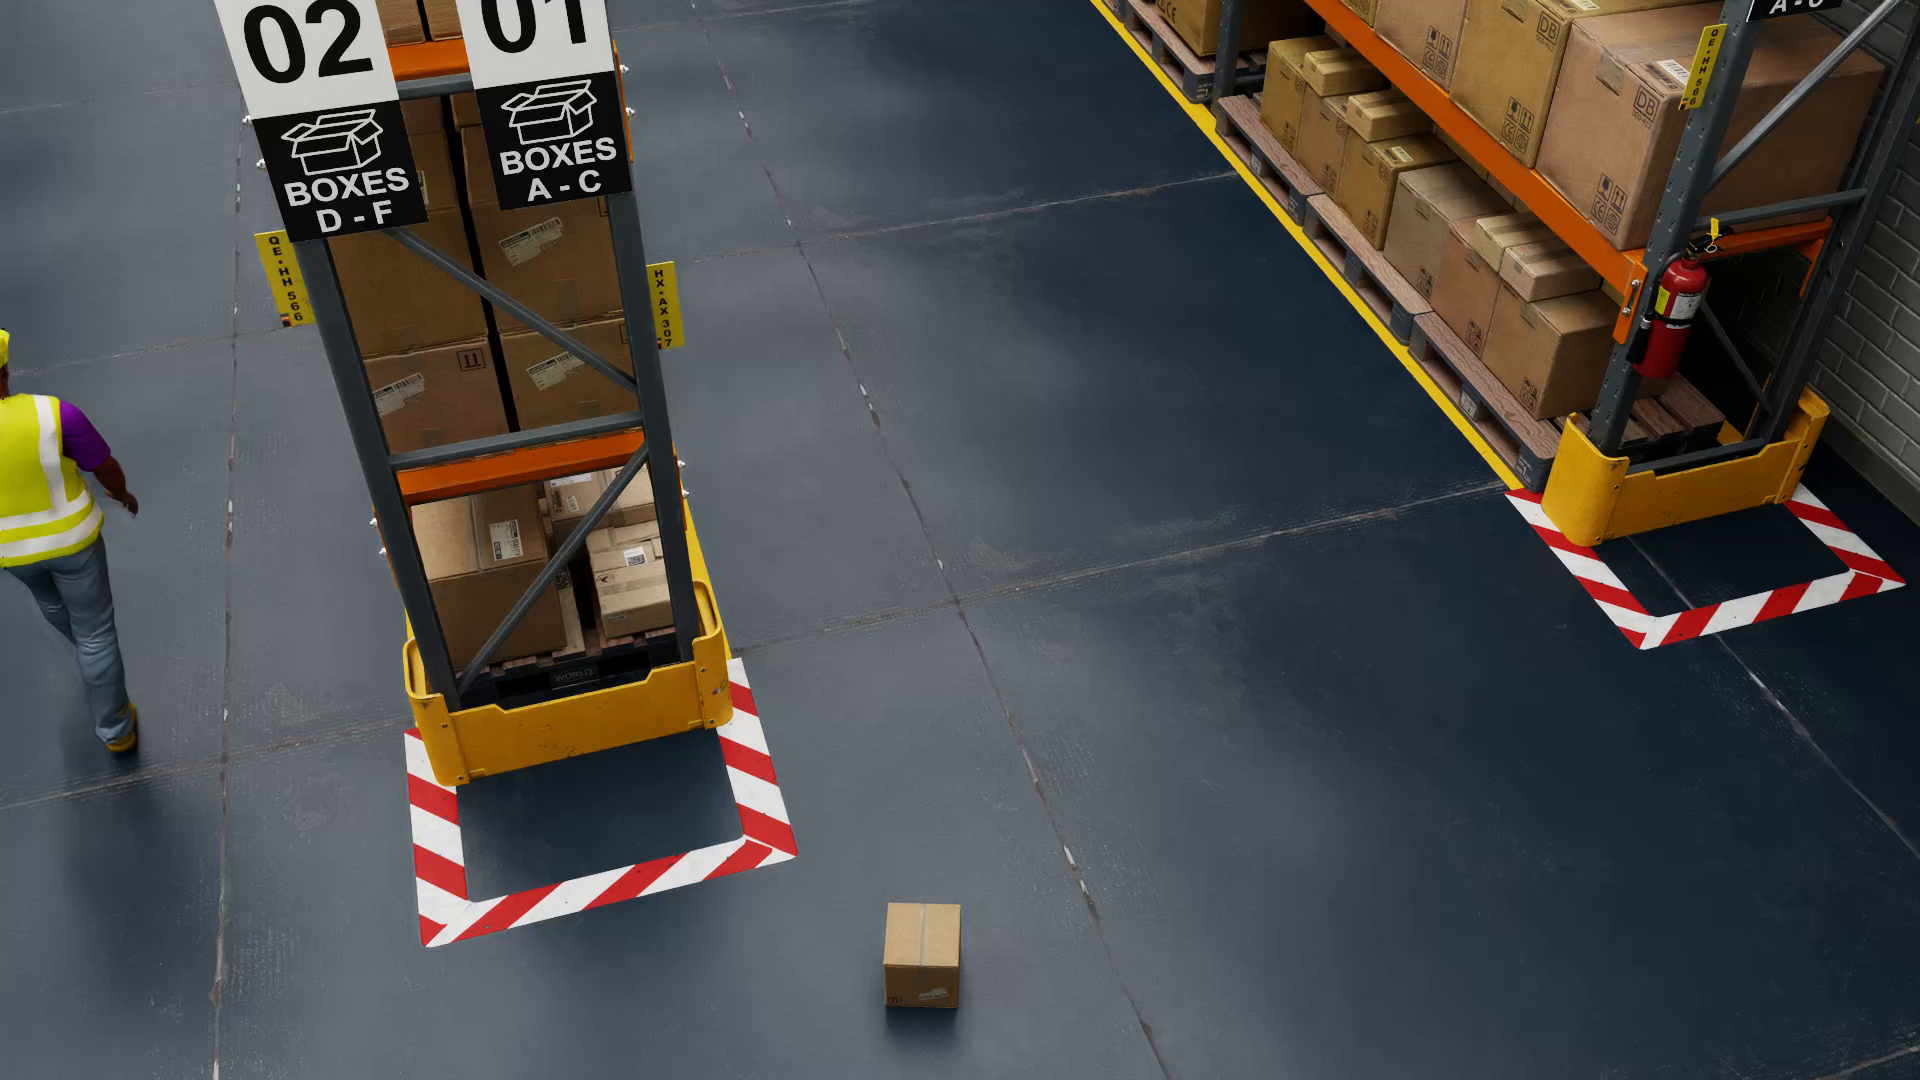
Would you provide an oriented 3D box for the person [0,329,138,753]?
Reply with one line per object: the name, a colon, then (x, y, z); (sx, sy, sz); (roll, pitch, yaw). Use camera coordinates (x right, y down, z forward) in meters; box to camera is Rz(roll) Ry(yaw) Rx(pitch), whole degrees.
person: (-3.382, -0.067, 6.211); (0.588, 1.749, 0.886); (-11, 43, -12)
